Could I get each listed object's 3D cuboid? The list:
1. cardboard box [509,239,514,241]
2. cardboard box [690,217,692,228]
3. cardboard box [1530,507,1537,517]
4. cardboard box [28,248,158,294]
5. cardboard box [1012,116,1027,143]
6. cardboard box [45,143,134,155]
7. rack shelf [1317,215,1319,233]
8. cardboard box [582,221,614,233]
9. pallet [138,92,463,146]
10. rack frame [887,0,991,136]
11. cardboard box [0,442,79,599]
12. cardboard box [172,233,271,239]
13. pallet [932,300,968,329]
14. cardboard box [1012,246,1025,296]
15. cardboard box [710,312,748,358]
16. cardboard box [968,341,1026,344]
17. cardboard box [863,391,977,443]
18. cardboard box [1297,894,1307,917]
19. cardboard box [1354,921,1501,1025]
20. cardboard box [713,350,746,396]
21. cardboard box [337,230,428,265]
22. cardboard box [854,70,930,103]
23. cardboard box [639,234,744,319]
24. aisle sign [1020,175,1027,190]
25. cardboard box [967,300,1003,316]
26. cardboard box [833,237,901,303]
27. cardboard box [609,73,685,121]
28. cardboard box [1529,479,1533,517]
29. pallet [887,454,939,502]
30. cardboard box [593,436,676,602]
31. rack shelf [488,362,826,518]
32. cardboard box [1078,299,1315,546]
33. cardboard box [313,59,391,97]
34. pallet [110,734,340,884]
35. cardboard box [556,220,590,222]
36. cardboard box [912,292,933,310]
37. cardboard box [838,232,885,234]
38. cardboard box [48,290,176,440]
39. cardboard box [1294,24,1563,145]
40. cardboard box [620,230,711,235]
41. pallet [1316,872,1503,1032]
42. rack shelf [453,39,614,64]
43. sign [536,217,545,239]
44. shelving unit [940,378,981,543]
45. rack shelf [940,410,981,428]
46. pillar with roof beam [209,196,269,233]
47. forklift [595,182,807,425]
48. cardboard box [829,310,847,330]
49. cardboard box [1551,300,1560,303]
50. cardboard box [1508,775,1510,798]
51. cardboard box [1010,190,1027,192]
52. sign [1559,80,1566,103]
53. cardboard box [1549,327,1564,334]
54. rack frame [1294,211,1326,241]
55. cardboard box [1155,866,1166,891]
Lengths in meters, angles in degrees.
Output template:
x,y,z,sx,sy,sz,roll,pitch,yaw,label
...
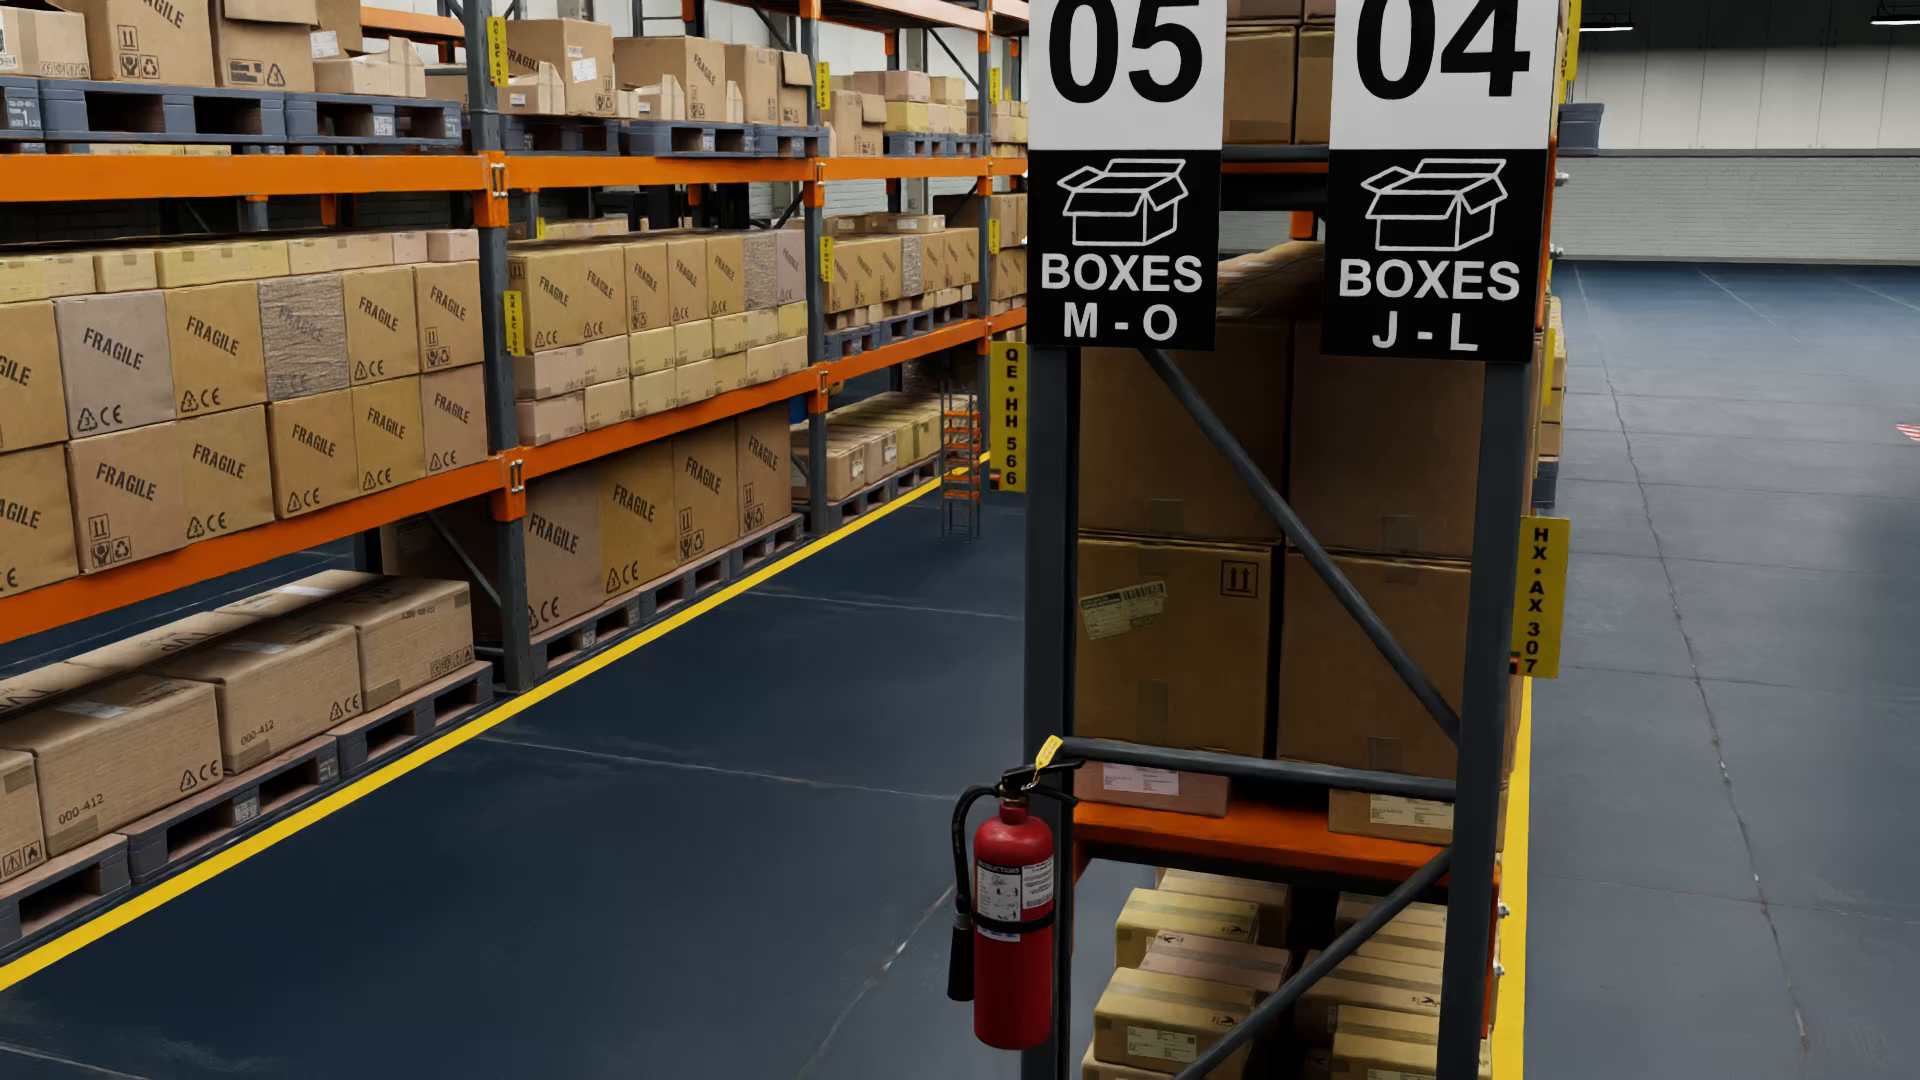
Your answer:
x,y,z,sx,sy,sz,roll,pitch,yaw,label
-5.039,-3.172,17.960,0.380,0.149,0.250,4,14,18,cardboard box
-3.522,-3.982,20.843,0.380,0.149,0.250,4,14,19,cardboard box
3.502,-0.416,11.683,1.050,0.750,0.750,4,14,18,cardboard box
-3.274,-1.017,6.272,0.380,0.149,0.250,4,14,19,cardboard box
0.357,-4.080,16.552,0.500,0.250,0.500,4,14,18,cardboard box
-6.454,-2.931,12.183,0.500,0.250,0.500,4,14,18,cardboard box
2.573,-1.877,8.847,1.077,0.370,4.000,4,14,18,rack shelf
-4.174,-3.553,18.964,0.380,0.149,0.250,4,14,18,cardboard box
-3.065,-1.927,7.649,1.003,0.211,1.213,4,14,18,pallet
-0.202,-5.289,15.436,1.000,3.000,0.127,4,14,18,rack frame
-3.521,-0.075,5.851,0.500,0.500,0.500,4,13,18,cardboard box
-3.387,-1.324,7.619,0.380,0.149,0.250,4,14,18,cardboard box
-0.587,-2.120,15.466,1.003,0.211,1.213,4,14,18,pallet
0.344,-2.738,16.848,0.500,0.500,0.500,4,14,18,cardboard box
-1.721,-1.355,10.895,0.500,0.250,0.500,4,13,17,cardboard box
0.406,-1.812,17.236,0.500,0.500,0.500,5,14,21,cardboard box
-0.370,-1.177,15.865,0.950,0.372,0.625,5,14,19,cardboard box
0.957,1.279,5.606,0.380,0.149,0.250,5,14,19,cardboard box
1.301,1.197,4.630,0.380,0.149,0.250,4,14,18,cardboard box
-1.743,-1.110,10.946,0.500,0.250,0.500,4,14,18,cardboard box
-2.777,-1.396,7.936,0.380,0.149,0.250,5,14,20,cardboard box
-0.578,-3.854,14.161,0.500,0.250,0.500,5,14,19,cardboard box
-1.741,-1.717,10.800,0.500,0.500,0.500,4,14,18,cardboard box
0.819,-4.509,19.659,0.394,0.787,0.004,4,14,18,aisle sign
0.203,-2.285,16.321,0.380,0.149,0.250,4,14,18,cardboard box
-0.804,-2.221,13.640,0.500,0.500,0.500,5,14,19,cardboard box
-1.868,-2.641,9.933,0.396,0.266,0.258,6,14,23,cardboard box
1.868,-0.307,6.197,0.500,0.500,0.500,4,13,17,cardboard box
-0.846,-0.583,14.566,1.003,0.211,1.213,4,14,18,pallet
-2.381,-0.175,10.347,0.875,0.875,0.875,5,14,20,cardboard box
-2.144,-0.750,10.649,1.077,0.370,4.000,4,14,18,rack shelf
0.544,-0.298,3.911,0.500,0.500,0.500,4,13,17,cardboard box
-2.780,-2.060,7.426,0.380,0.149,0.250,5,14,20,cardboard box
-3.504,1.092,7.228,1.003,0.211,1.213,4,14,18,pallet
-4.526,-3.638,19.334,0.380,0.149,0.250,5,14,20,cardboard box
-0.451,-2.104,14.587,0.380,0.149,0.250,4,14,18,cardboard box
-0.960,-2.476,14.757,0.500,0.500,0.500,4,14,18,cardboard box
-3.340,-0.672,6.221,0.500,0.500,0.500,4,14,18,cardboard box
1.019,-0.968,3.582,0.500,0.250,0.500,5,14,20,cardboard box
-2.039,-1.867,11.453,0.500,0.500,0.500,4,14,19,cardboard box
1.349,1.417,5.806,1.003,0.211,1.213,4,14,18,pallet
-4.253,-5.521,18.968,1.077,0.370,4.000,4,14,18,rack shelf
-4.384,-3.209,17.384,0.100,0.325,0.005,4,14,18,sign
0.005,-0.588,12.368,0.258,1.200,0.189,4,14,18,shelving unit
0.005,-0.896,12.298,0.258,0.103,0.180,4,14,18,rack shelf
-2.552,-4.832,13.438,9.100,9.000,0.400,4,14,18,pillar with roof beam
-2.653,-2.177,15.438,1.130,2.935,3.031,-10,16,-37,forklift
-1.092,-1.716,12.886,0.380,0.149,0.250,3,13,15,cardboard box
3.412,-1.370,10.033,0.380,0.149,0.250,4,14,18,cardboard box
1.979,0.901,6.596,0.380,0.149,0.250,4,13,16,cardboard box
0.962,-3.658,18.634,0.700,0.500,0.500,4,14,19,cardboard box
3.733,-2.862,10.381,0.100,0.325,0.005,4,14,18,sign
2.824,-0.986,8.350,0.380,0.149,0.250,4,14,18,cardboard box
1.926,-0.344,7.256,1.000,3.000,0.127,4,14,18,rack frame
0.840,1.040,5.315,0.380,0.149,0.250,5,14,20,cardboard box
